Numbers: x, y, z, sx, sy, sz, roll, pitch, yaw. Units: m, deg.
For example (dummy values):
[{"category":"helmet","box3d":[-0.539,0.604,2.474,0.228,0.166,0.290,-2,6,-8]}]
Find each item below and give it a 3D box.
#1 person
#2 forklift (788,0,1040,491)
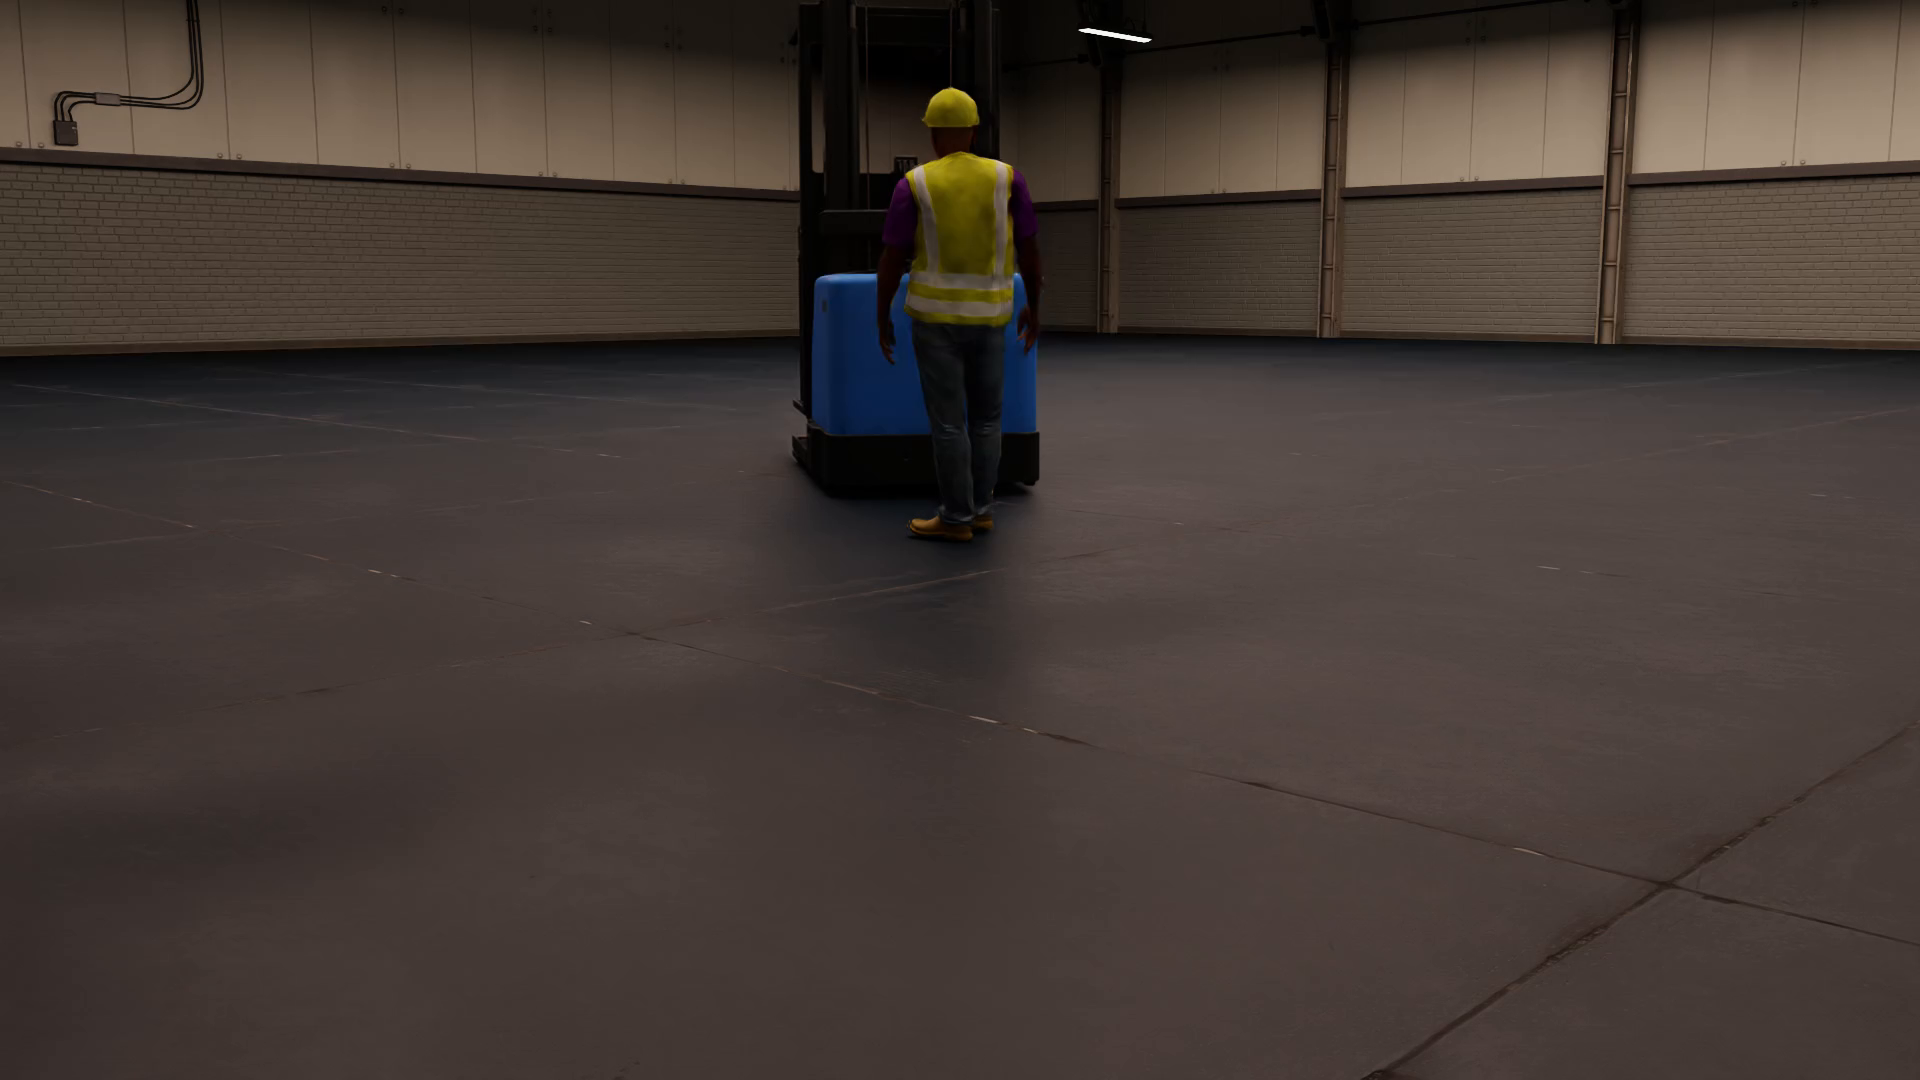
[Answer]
[{"category":"person","box3d":[-0.023,-0.895,6.702,0.661,1.768,0.662,-1,9,-9]},{"category":"forklift","box3d":[-0.372,-1.872,9.309,1.130,2.935,3.031,-2,9,-10]}]
